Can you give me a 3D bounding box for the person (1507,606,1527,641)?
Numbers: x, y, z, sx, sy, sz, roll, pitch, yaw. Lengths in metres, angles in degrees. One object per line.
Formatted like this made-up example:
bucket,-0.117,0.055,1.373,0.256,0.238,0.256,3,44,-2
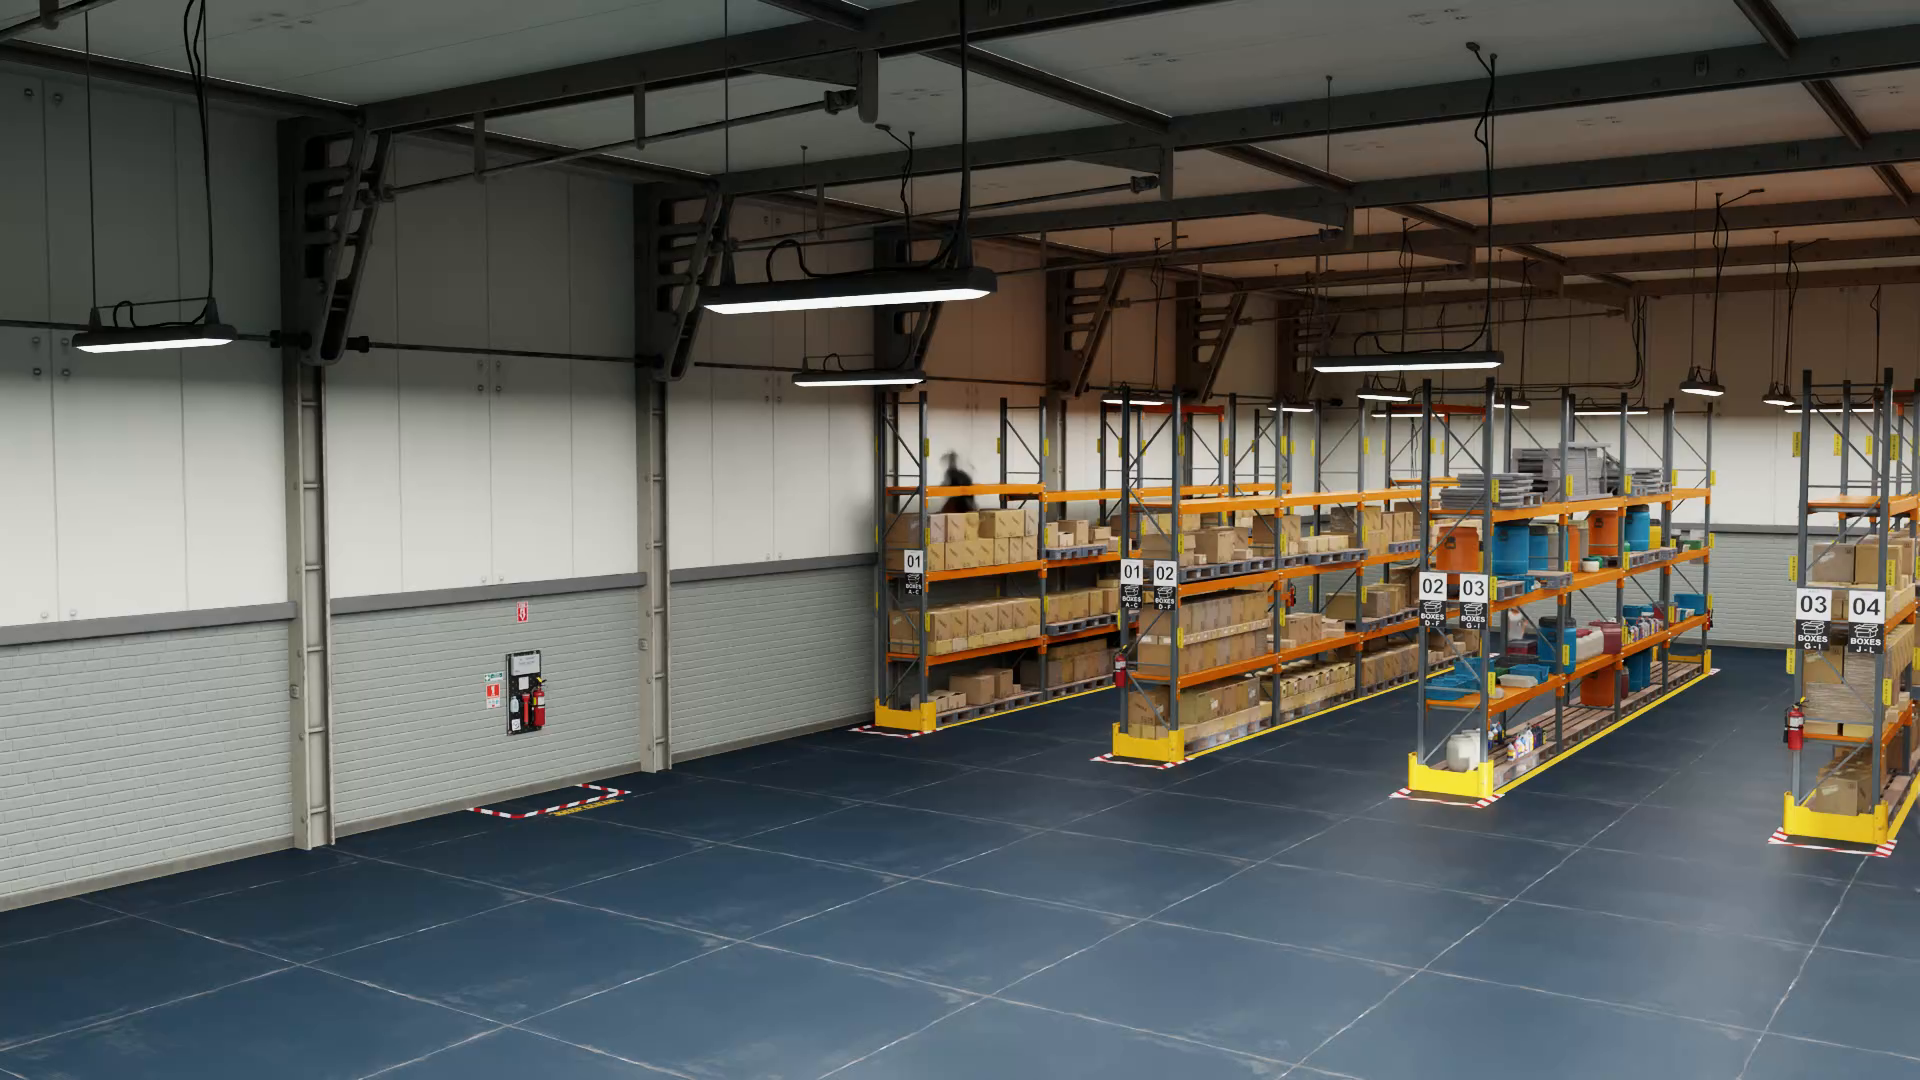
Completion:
person,12.104,2.160,36.370,0.539,1.732,0.762,1,3,21
